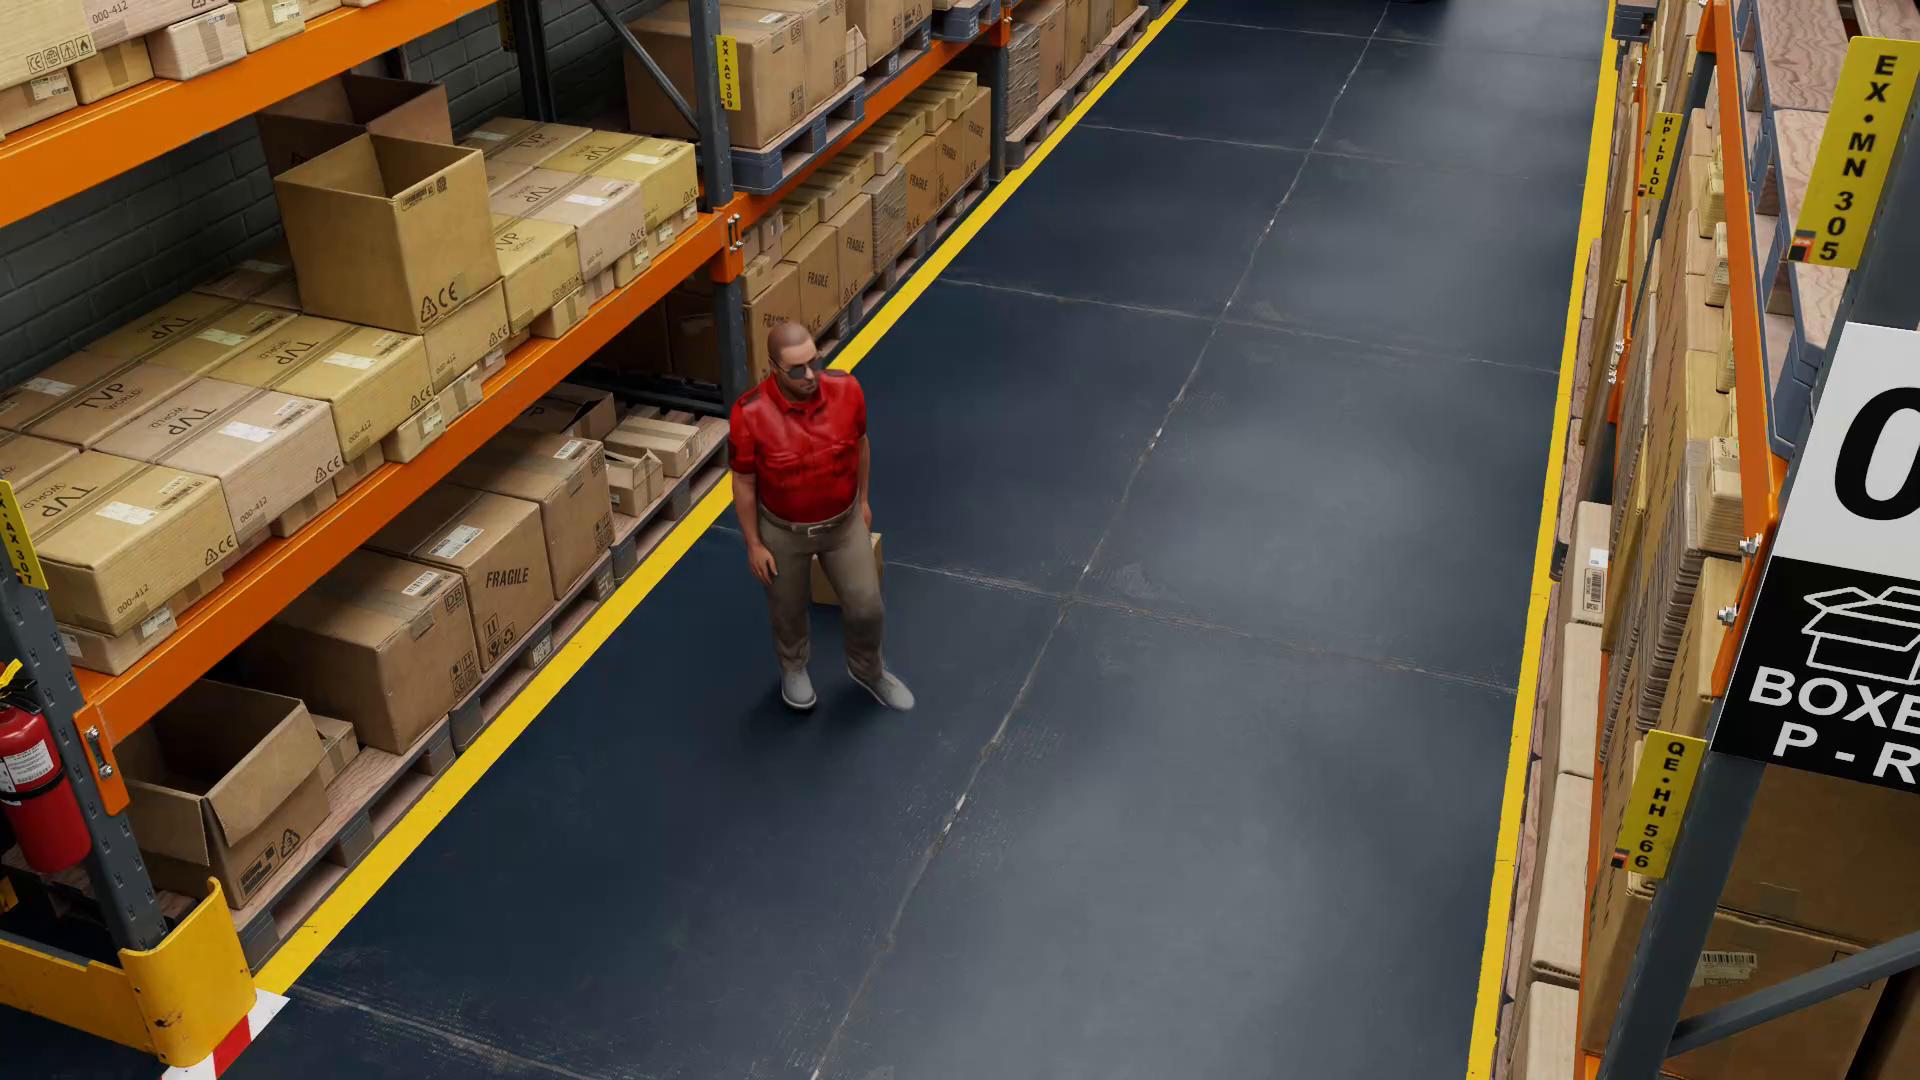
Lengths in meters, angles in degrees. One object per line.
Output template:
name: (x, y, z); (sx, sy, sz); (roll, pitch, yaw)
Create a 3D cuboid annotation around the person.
person: (-0.532, -0.065, 6.275); (0.664, 1.769, 0.491); (-11, 35, -17)
